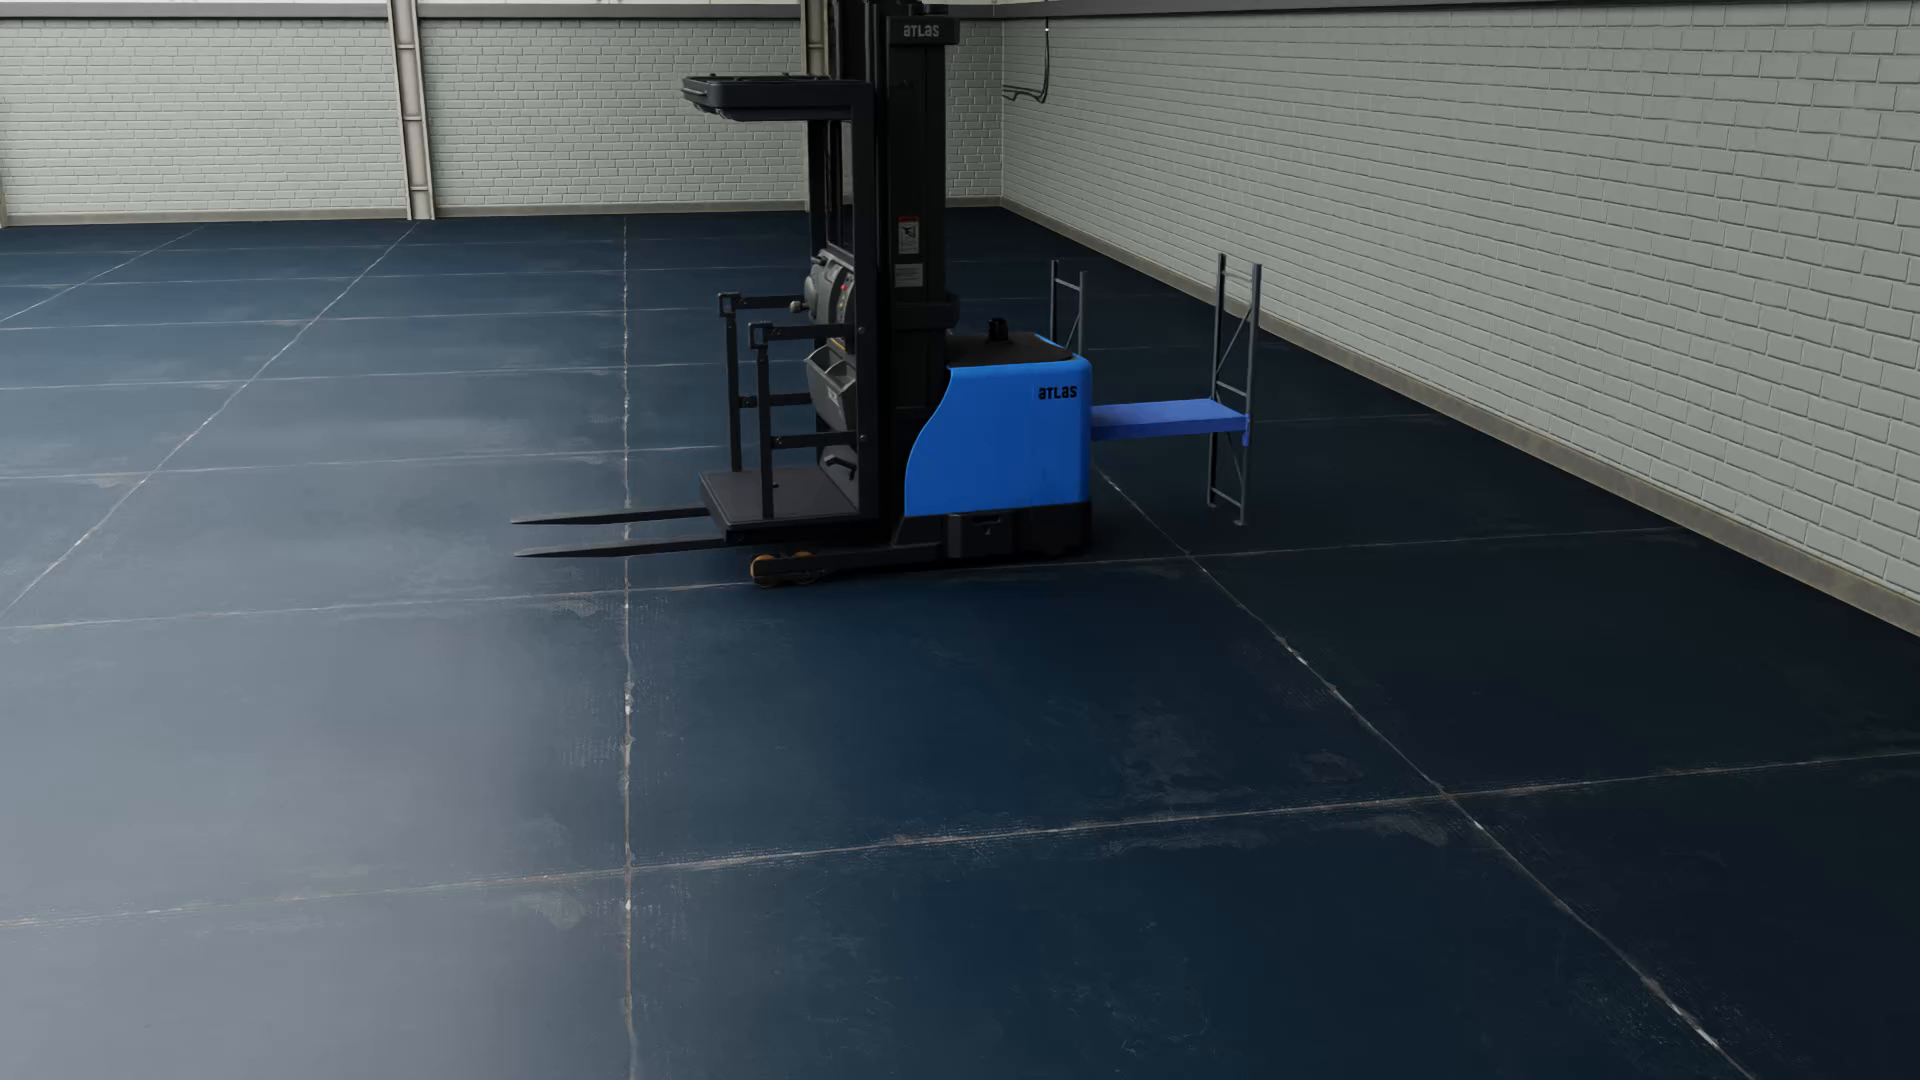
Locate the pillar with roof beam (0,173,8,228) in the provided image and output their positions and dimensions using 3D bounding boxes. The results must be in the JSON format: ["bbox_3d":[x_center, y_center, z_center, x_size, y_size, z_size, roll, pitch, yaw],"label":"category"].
[{"bbox_3d":[-13.196,-7.584,18.677,0.400,9.000,9.100,-3,17,-10],"label":"pillar with roof beam"}]

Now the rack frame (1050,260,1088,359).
[{"bbox_3d":[0.597,-0.781,9.300,0.032,1.500,0.500,-5,18,-16],"label":"rack frame"}]

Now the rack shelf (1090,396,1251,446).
[{"bbox_3d":[1.085,-0.651,9.490,1.000,0.185,0.538,-5,18,-16],"label":"rack shelf"}]

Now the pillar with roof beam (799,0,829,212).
[{"bbox_3d":[-1.413,-8.252,20.853,0.400,9.000,9.100,-3,17,-10],"label":"pillar with roof beam"}]

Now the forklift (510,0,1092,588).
[{"bbox_3d":[-0.864,-1.330,8.650,3.031,2.935,1.130,-5,18,-16],"label":"forklift"}]

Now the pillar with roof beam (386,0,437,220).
[{"bbox_3d":[-7.304,-7.918,19.765,0.400,9.000,9.100,-3,17,-10],"label":"pillar with roof beam"}]

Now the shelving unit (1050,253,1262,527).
[{"bbox_3d":[1.085,-0.823,9.437,1.048,1.500,0.538,-5,18,-16],"label":"shelving unit"}]

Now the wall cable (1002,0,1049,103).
[{"bbox_3d":[0.913,-7.792,24.642,0.112,2.526,3.097,-3,17,-10],"label":"wall cable"}]

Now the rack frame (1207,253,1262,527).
[{"bbox_3d":[1.572,-0.865,9.575,0.032,1.500,0.500,-5,18,-16],"label":"rack frame"}]
